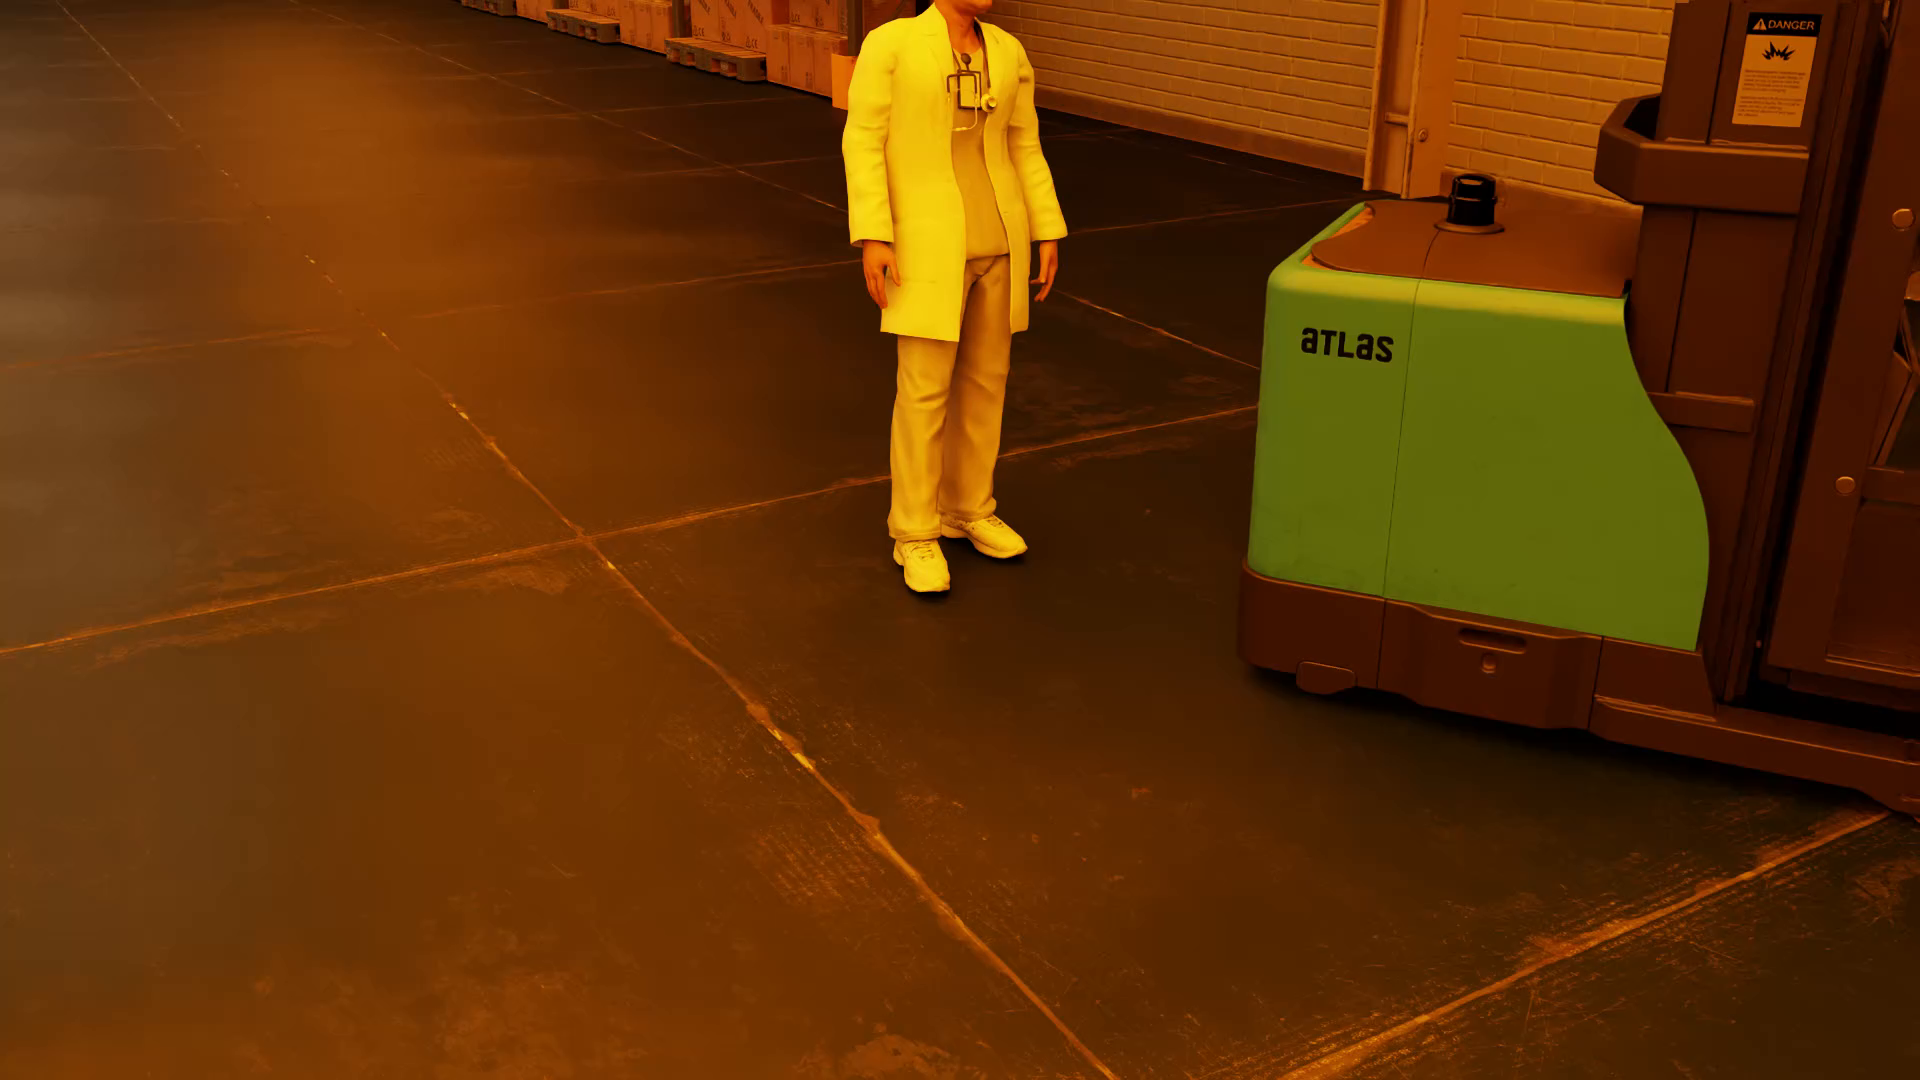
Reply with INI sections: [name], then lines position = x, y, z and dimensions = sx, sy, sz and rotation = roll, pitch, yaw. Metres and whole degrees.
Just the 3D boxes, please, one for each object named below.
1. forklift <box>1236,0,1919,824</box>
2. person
[forklift]
position = 2.265, -0.922, 3.519
dimensions = 3.031, 2.935, 1.130
rotation = 10, 24, 23
[person]
position = 0.041, -0.798, 4.720
dimensions = 0.694, 1.775, 0.581
rotation = -12, 25, -28
